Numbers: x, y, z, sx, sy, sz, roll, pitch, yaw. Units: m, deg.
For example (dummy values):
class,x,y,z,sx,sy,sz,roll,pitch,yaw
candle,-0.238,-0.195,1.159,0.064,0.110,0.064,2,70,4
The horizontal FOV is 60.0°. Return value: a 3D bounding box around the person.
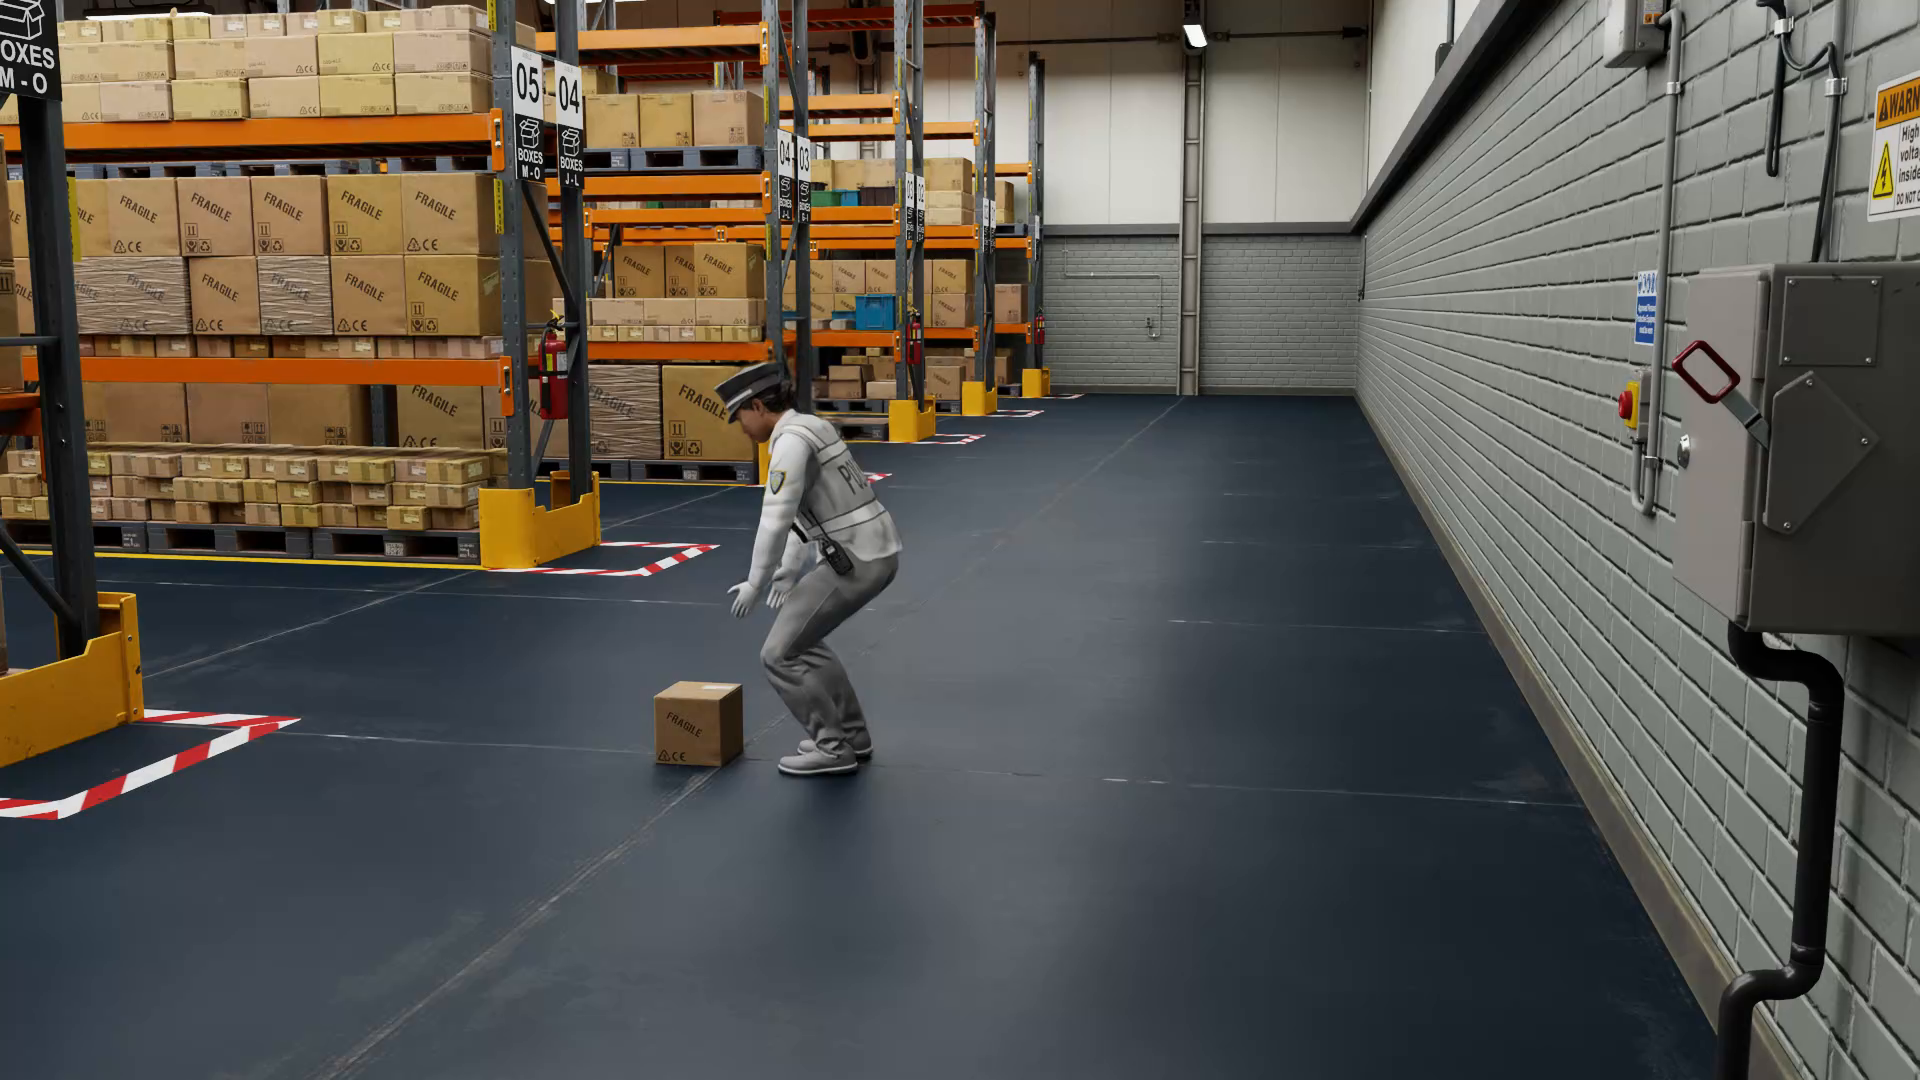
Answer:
class,x,y,z,sx,sy,sz,roll,pitch,yaw
person,-0.544,0.100,5.897,0.653,1.455,0.533,2,8,12
